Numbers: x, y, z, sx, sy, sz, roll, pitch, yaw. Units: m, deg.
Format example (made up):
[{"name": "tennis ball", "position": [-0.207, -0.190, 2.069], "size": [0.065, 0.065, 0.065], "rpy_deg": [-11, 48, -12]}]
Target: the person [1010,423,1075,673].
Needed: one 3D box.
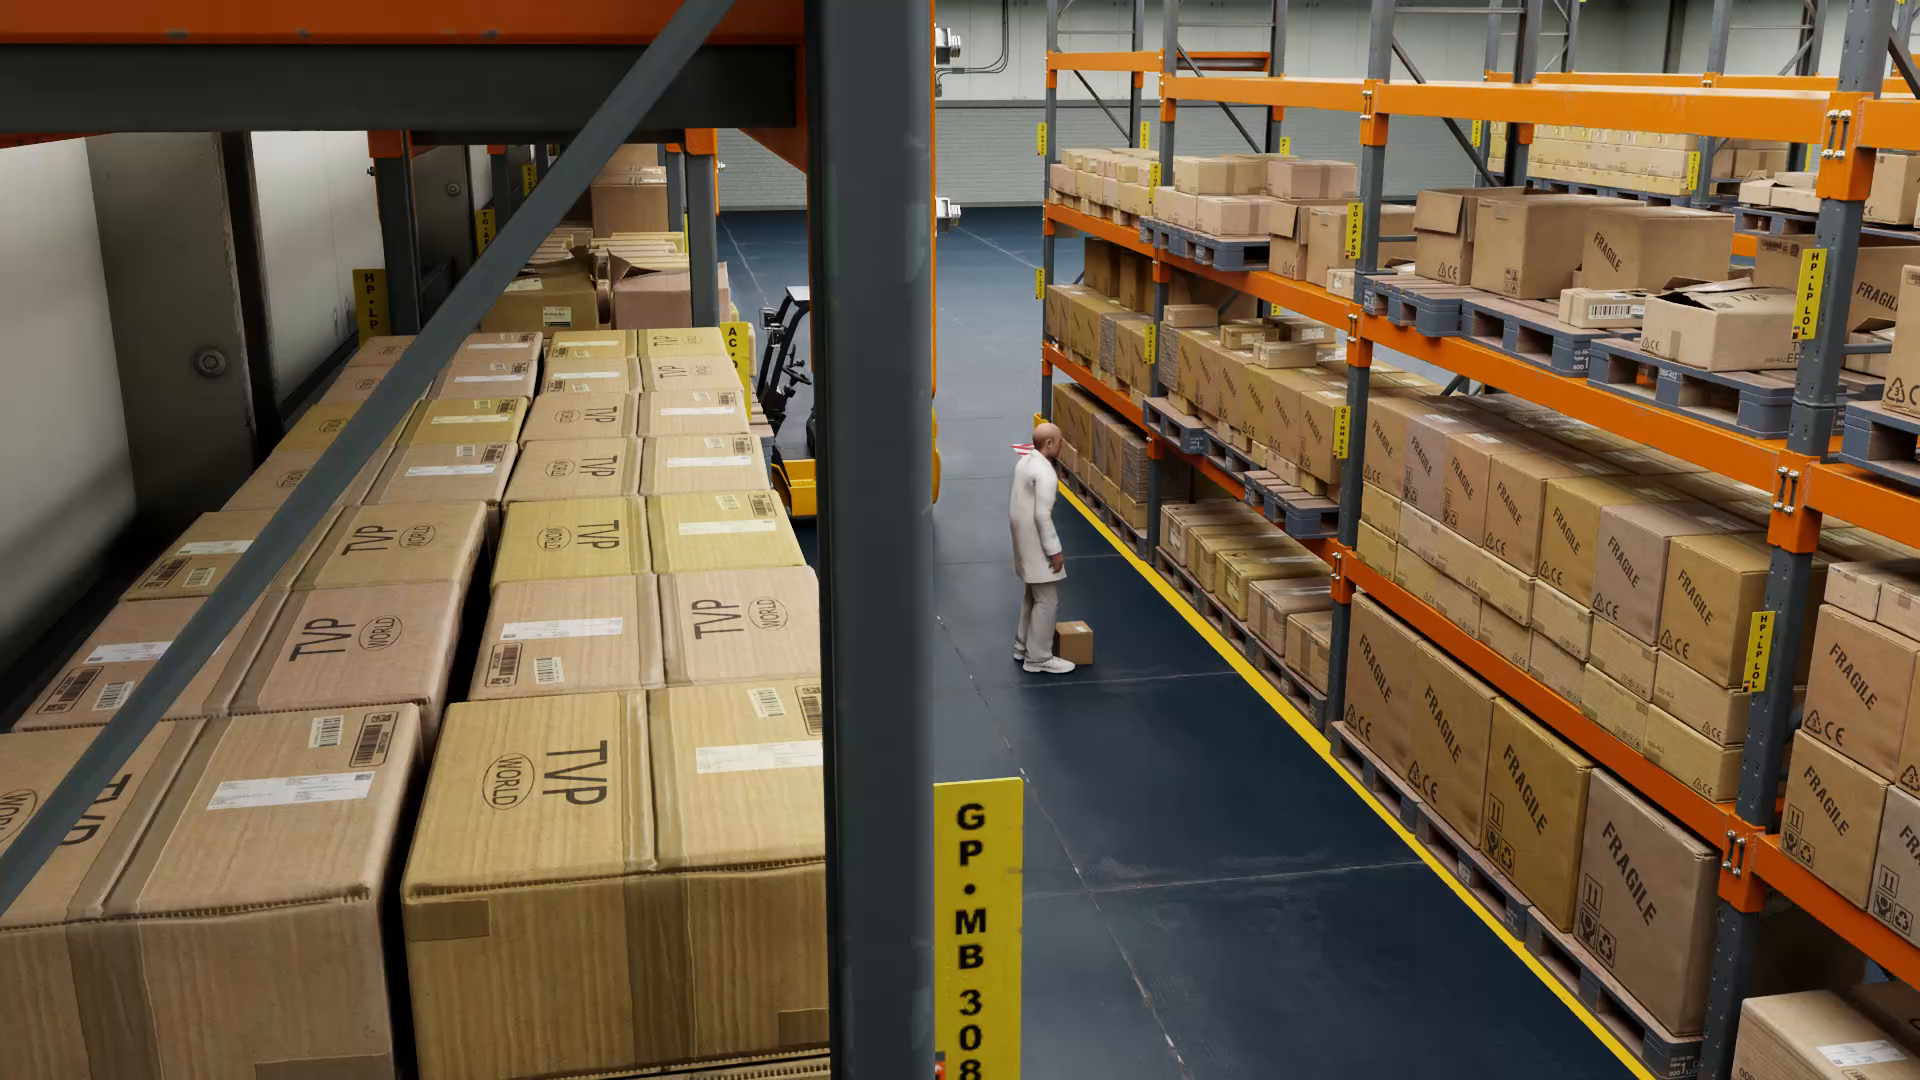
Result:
[{"name": "person", "position": [0.571, 0.037, 11.933], "size": [0.417, 1.774, 0.656], "rpy_deg": [-4, 17, -12]}]
